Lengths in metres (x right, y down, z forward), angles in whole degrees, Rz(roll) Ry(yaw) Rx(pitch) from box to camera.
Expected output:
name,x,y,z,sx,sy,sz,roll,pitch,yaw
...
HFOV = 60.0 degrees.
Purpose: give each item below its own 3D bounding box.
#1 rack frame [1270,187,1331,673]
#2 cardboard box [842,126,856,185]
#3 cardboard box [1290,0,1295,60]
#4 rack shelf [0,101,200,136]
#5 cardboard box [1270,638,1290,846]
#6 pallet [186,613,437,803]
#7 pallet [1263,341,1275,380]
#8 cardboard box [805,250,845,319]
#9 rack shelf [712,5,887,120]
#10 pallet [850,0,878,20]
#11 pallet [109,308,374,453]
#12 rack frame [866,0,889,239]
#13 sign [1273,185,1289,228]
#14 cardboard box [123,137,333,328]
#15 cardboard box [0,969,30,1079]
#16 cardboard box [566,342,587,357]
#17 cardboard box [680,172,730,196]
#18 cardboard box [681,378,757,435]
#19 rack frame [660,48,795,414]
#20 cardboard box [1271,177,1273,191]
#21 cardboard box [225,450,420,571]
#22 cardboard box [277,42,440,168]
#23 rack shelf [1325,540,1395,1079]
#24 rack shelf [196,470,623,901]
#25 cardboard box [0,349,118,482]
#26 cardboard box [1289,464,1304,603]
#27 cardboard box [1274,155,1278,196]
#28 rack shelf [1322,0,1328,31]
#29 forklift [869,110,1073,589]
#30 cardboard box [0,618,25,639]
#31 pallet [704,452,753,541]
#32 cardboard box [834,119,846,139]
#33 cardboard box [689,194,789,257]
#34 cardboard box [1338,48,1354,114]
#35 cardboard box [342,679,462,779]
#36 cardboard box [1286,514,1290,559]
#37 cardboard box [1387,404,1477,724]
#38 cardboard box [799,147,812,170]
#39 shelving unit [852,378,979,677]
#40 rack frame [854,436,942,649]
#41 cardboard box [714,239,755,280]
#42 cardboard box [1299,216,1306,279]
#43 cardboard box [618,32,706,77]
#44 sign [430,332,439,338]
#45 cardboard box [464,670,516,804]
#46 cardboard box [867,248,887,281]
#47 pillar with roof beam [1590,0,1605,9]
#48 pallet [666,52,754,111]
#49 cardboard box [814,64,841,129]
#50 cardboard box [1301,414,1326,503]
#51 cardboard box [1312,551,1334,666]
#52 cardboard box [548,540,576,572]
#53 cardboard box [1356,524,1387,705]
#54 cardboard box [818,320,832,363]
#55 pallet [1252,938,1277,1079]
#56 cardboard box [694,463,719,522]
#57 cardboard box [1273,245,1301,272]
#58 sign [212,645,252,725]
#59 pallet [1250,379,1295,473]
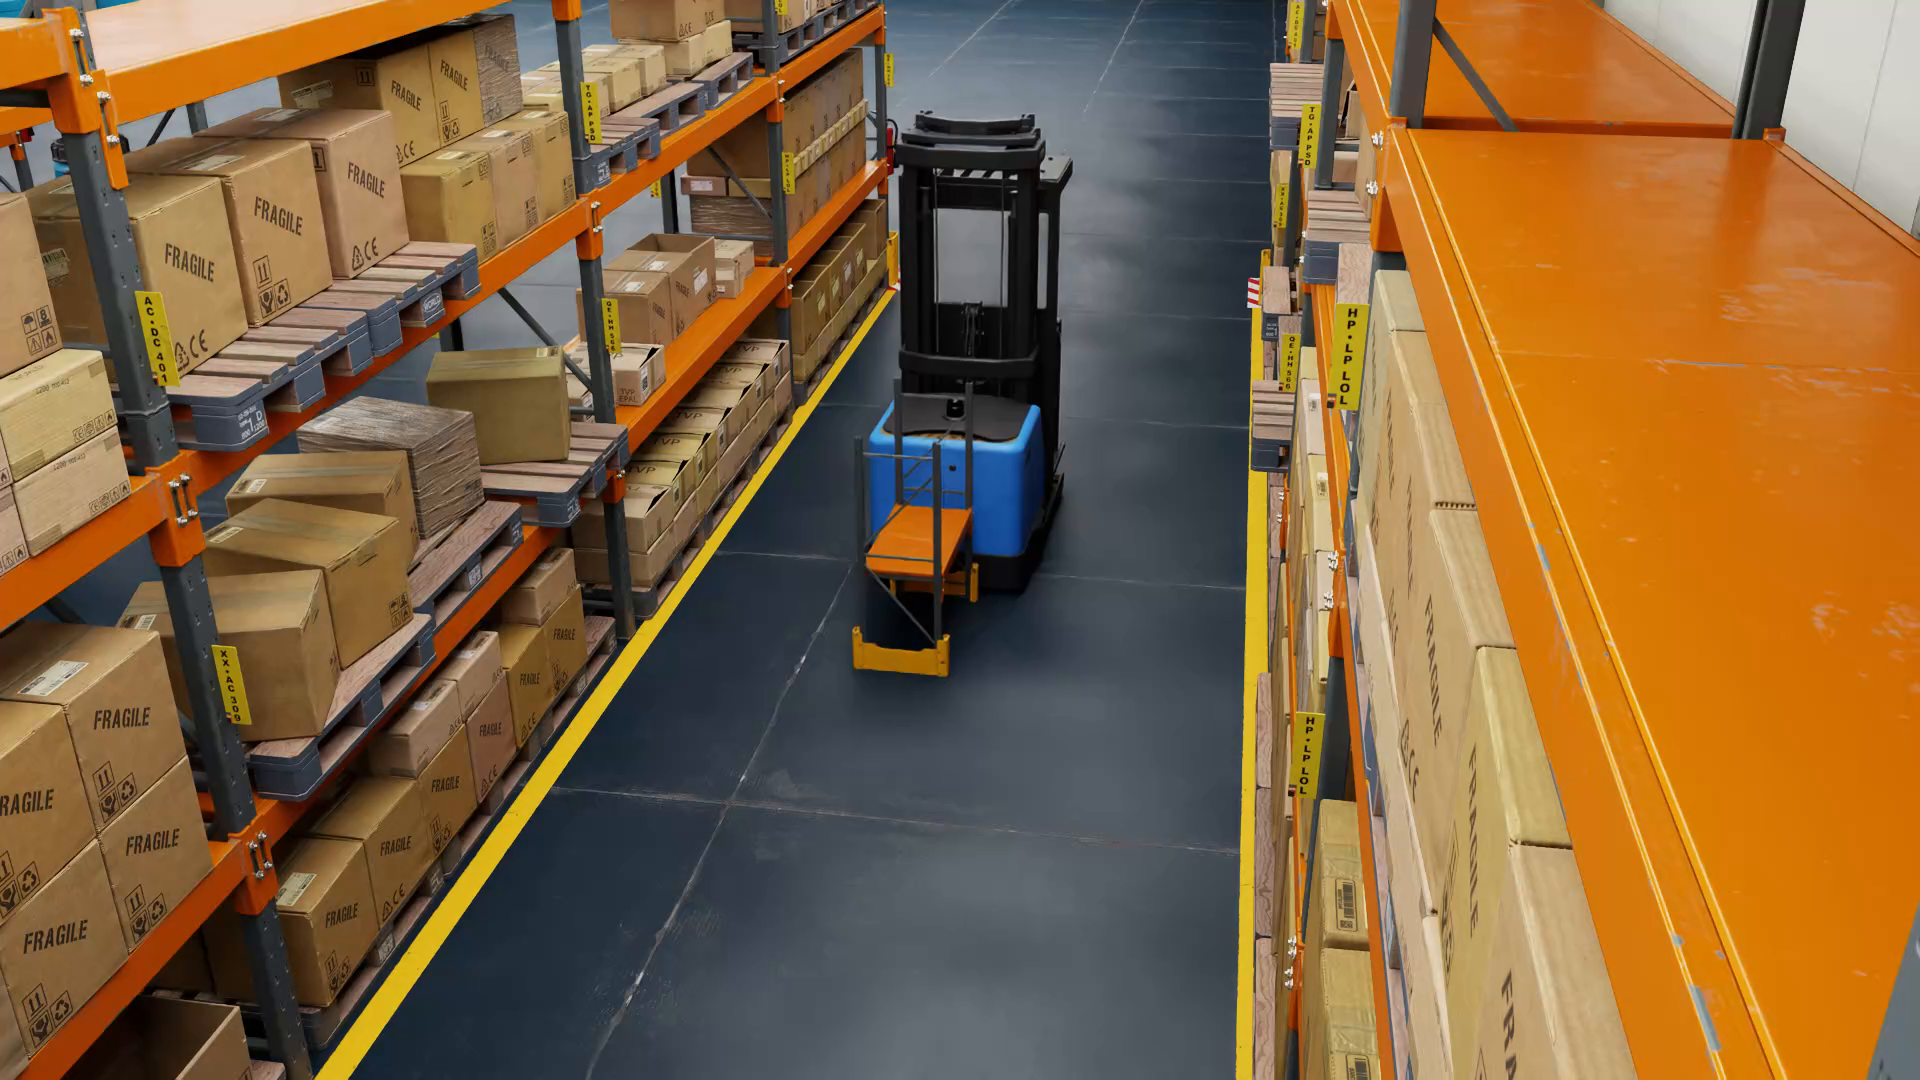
name,x,y,z,sx,sy,sz,roll,pitch,yaw
rack frame,2.332,-0.441,9.198,1.000,3.000,0.127,4,25,9
cardboard box,-1.418,-3.759,16.169,0.700,0.500,0.500,5,25,10
cardboard box,2.973,-4.200,13.549,0.500,0.500,0.500,3,25,6
rack shelf,-7.115,-2.996,11.968,1.077,0.370,4.000,4,25,9
cardboard box,1.933,1.007,8.145,0.750,0.750,0.750,4,25,8
pallet,-2.971,0.651,7.092,1.003,0.211,1.213,4,25,9
pallet,3.258,-1.646,15.061,1.003,0.211,1.213,4,25,9
cardboard box,-1.354,-2.330,15.098,0.500,0.500,0.500,4,25,9
rack shelf,-1.575,-4.325,14.805,1.077,0.370,4.000,4,25,9
pallet,-1.389,-5.153,15.830,1.003,0.211,1.213,4,25,9
pallet,-3.034,-0.651,6.330,1.213,0.211,1.003,4,25,9
rack frame,-1.248,-4.128,17.076,1.000,3.000,0.127,4,25,9
sign,2.449,-2.540,12.662,0.100,0.325,0.005,4,25,9
cardboard box,-2.968,-1.235,6.626,0.600,0.600,0.600,4,25,8
cardboard box,-3.203,1.503,4.927,0.500,0.500,0.500,5,25,10
cardboard box,-2.403,-1.206,11.128,0.380,0.149,0.250,6,26,12
cardboard box,-2.069,-2.923,13.617,0.380,0.149,0.250,4,25,8
cardboard box,-1.848,-1.038,12.561,0.500,0.311,0.500,4,25,8
rack frame,-1.902,-2.455,13.501,1.000,3.000,0.127,4,25,9
cardboard box,3.176,-3.327,15.518,0.500,0.250,0.500,3,25,7
cardboard box,-2.982,-0.088,7.831,0.700,0.500,0.500,-2,25,-5
cardboard box,-2.800,-2.030,7.758,0.500,0.500,0.500,4,25,9
rack shelf,1.351,1.036,3.353,1.077,0.370,4.000,4,25,9
rack shelf,-2.883,0.380,8.293,1.077,0.370,4.000,4,25,9
cardboard box,-3.021,-0.404,5.169,0.500,0.250,0.500,4,25,9
cardboard box,1.823,-0.019,7.803,0.500,0.500,0.500,4,25,8
cardboard box,3.011,-3.250,14.468,0.500,0.500,0.500,5,26,10
rack shelf,2.659,-3.487,9.950,1.077,0.370,4.000,4,25,9
forklift,0.175,-1.601,11.758,1.130,2.935,3.031,5,25,10
cardboard box,-3.564,0.570,5.741,0.500,0.500,0.500,5,25,10
pallet,-2.181,-0.370,12.335,1.003,0.211,1.213,4,25,9
cardboard box,-1.292,-3.863,15.626,0.380,0.149,0.250,5,26,10
cardboard box,-1.836,-2.687,13.878,0.700,0.500,0.500,3,25,7
cardboard box,2.616,-2.969,10.447,0.500,0.500,0.500,3,25,7
cardboard box,-2.727,0.880,7.921,0.500,0.250,0.500,4,25,9
cardboard box,1.873,-0.004,8.538,0.380,0.149,0.250,5,26,10
cardboard box,1.132,0.068,3.252,0.500,0.500,0.500,4,25,9
cardboard box,-1.501,-3.321,14.467,0.380,0.149,0.250,3,25,7
shelving unit,-0.264,-0.098,10.235,0.587,1.500,1.083,5,25,10
rack frame,-0.357,0.110,9.791,0.500,1.500,0.032,5,25,10
cardboard box,-1.939,-2.178,13.087,0.500,0.250,0.500,6,26,12
cardboard box,2.869,-2.148,12.207,0.700,0.500,0.500,4,25,9
cardboard box,-2.099,-3.449,11.768,0.500,0.250,0.500,2,25,3
sign,-3.104,-1.344,9.761,0.100,0.325,0.005,4,25,9
cardboard box,-2.642,0.994,8.561,0.500,0.500,0.500,3,25,7
cardboard box,-1.044,-2.828,17.047,0.500,0.250,0.500,4,25,9
pillar with roof beam,-0.849,-3.940,9.596,9.100,9.000,0.400,4,25,9
pallet,-2.033,-3.357,12.116,0.805,0.209,1.217,3,25,6
cardboard box,-1.508,-4.113,15.396,0.700,0.500,0.500,4,25,9
cardboard box,1.838,-0.363,7.655,0.500,0.250,0.500,4,25,9
cardboard box,1.595,0.277,6.287,0.500,0.250,0.500,5,25,10
cardboard box,-2.710,0.036,10.928,0.500,0.250,0.500,5,25,10
cardboard box,1.208,0.189,3.878,0.500,0.250,0.500,3,25,7
cardboard box,-1.440,-1.782,14.811,0.500,0.250,0.500,4,25,9
pallet,1.730,2.167,6.915,1.003,0.211,1.213,4,25,9
cardboard box,-2.020,-0.354,11.760,0.500,0.250,0.500,3,25,7
cardboard box,2.764,-2.274,13.267,0.500,0.250,0.500,4,25,9
sign,-2.673,0.533,6.096,0.100,0.325,0.005,4,25,9
pallet,2.343,-0.659,9.891,1.213,0.211,1.003,4,25,9
